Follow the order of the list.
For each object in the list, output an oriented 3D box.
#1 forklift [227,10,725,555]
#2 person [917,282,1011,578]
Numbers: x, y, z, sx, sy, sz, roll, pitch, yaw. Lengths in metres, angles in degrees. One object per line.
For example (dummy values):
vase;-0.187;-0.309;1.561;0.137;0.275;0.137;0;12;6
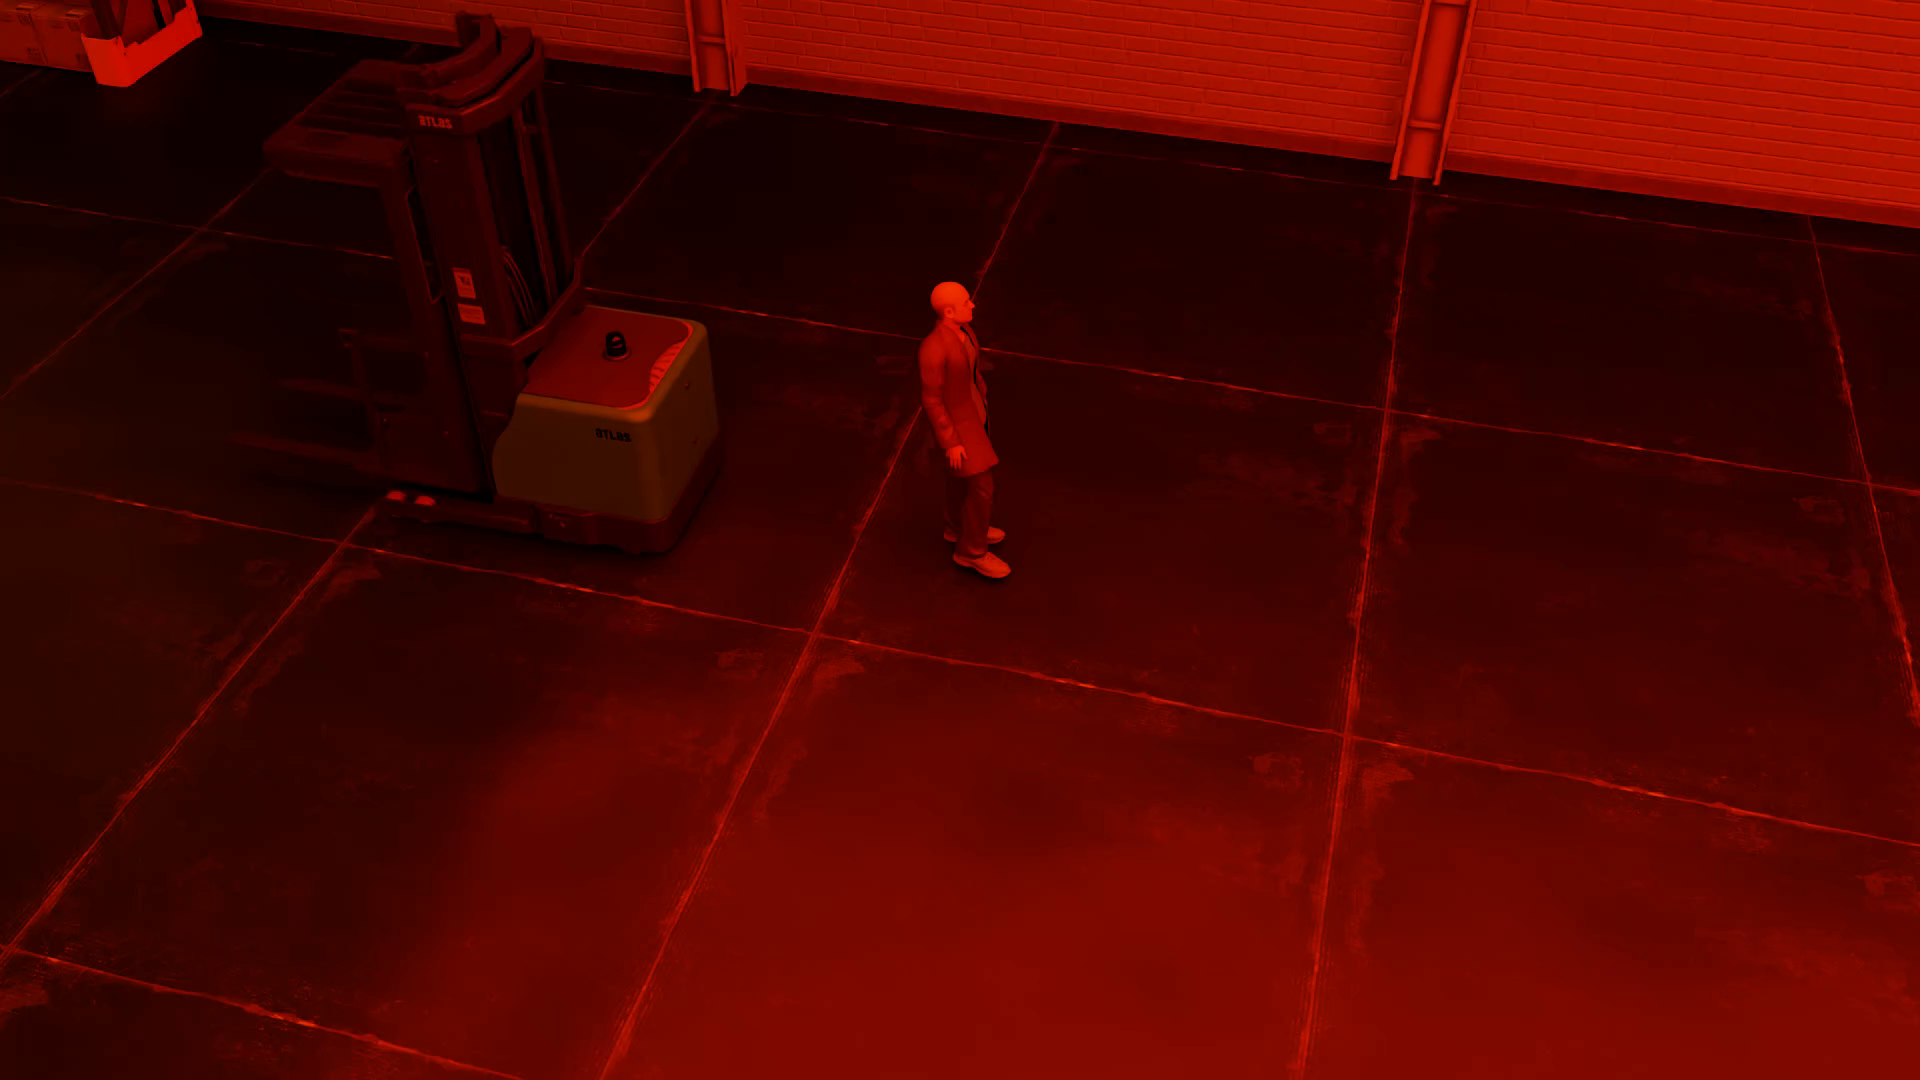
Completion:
forklift;-3.070;-1.536;9.614;3.031;2.935;1.130;10;42;11
person;0.087;-0.654;9.471;0.580;1.778;0.691;10;42;11
